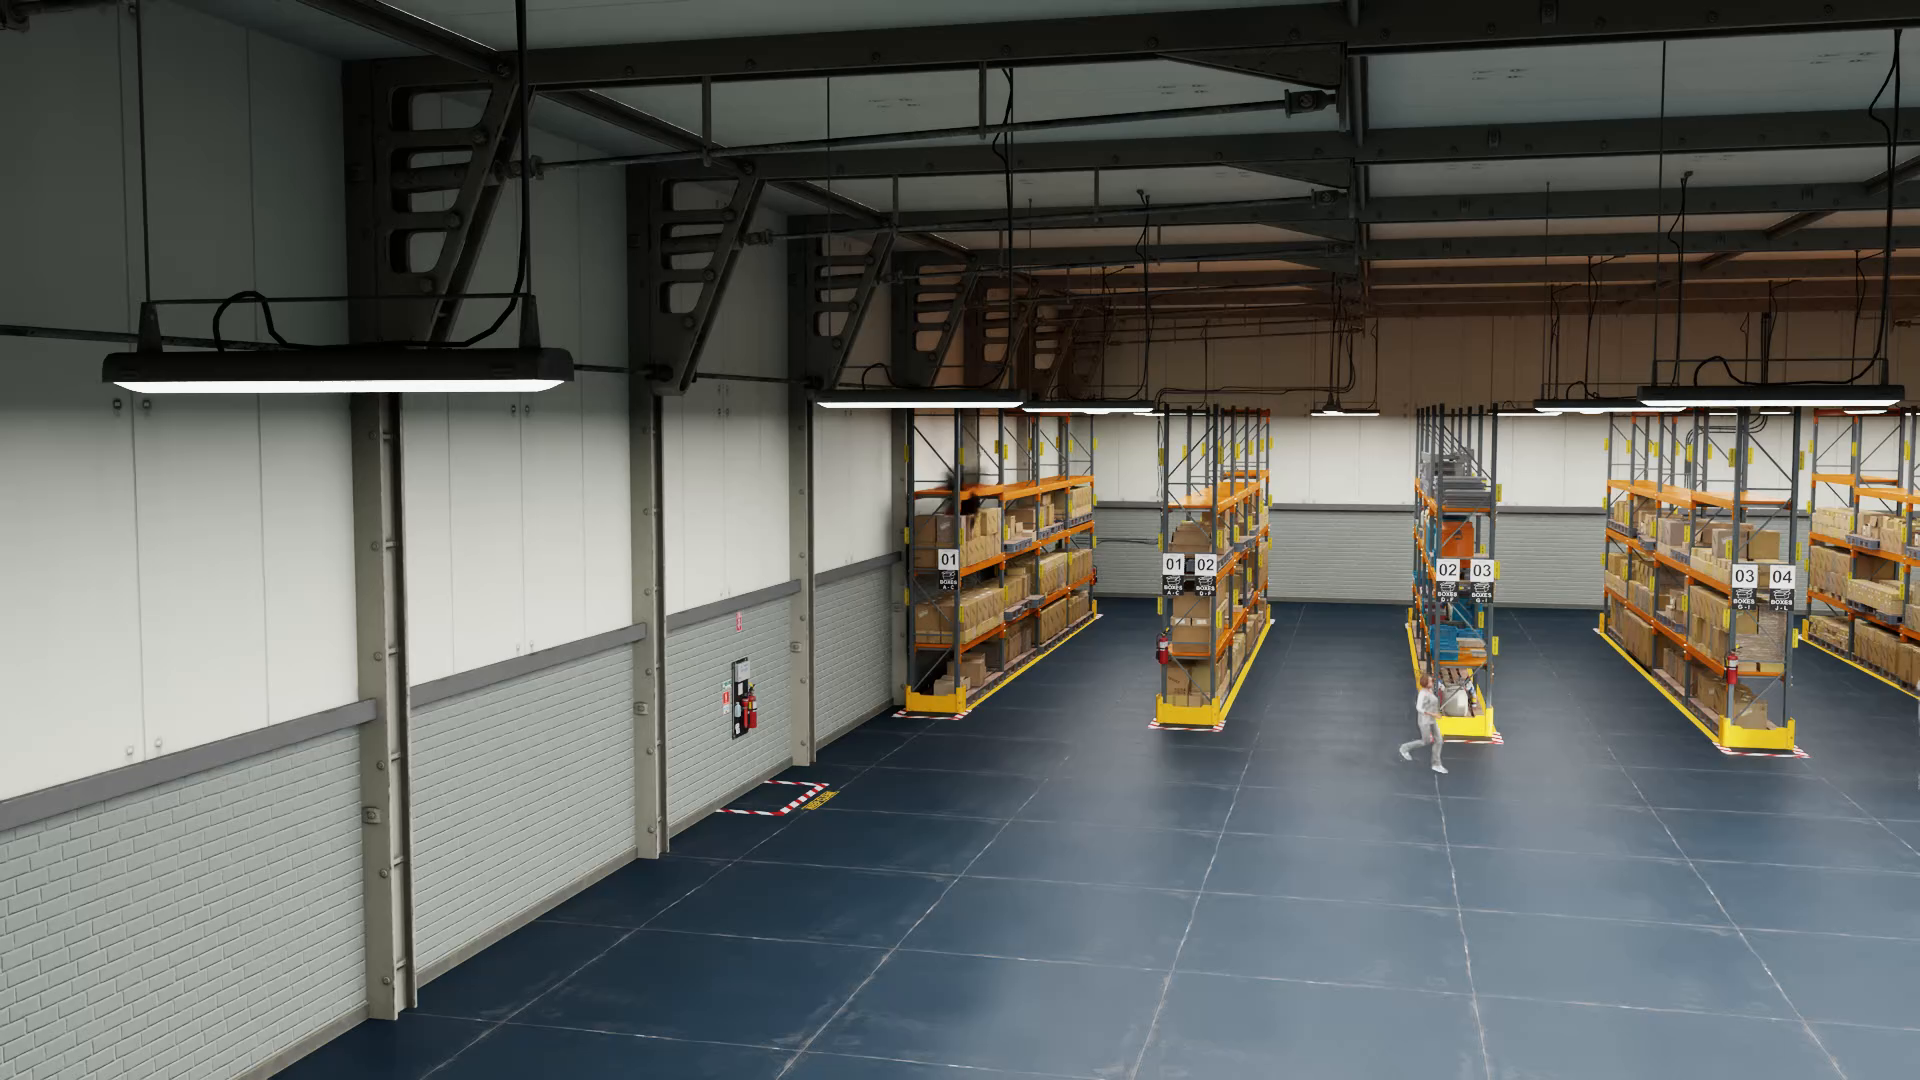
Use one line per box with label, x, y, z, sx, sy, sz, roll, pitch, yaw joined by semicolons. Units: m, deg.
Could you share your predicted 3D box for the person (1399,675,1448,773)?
person;7.584;3.025;27.103;0.815;1.487;0.555;3;5;38
